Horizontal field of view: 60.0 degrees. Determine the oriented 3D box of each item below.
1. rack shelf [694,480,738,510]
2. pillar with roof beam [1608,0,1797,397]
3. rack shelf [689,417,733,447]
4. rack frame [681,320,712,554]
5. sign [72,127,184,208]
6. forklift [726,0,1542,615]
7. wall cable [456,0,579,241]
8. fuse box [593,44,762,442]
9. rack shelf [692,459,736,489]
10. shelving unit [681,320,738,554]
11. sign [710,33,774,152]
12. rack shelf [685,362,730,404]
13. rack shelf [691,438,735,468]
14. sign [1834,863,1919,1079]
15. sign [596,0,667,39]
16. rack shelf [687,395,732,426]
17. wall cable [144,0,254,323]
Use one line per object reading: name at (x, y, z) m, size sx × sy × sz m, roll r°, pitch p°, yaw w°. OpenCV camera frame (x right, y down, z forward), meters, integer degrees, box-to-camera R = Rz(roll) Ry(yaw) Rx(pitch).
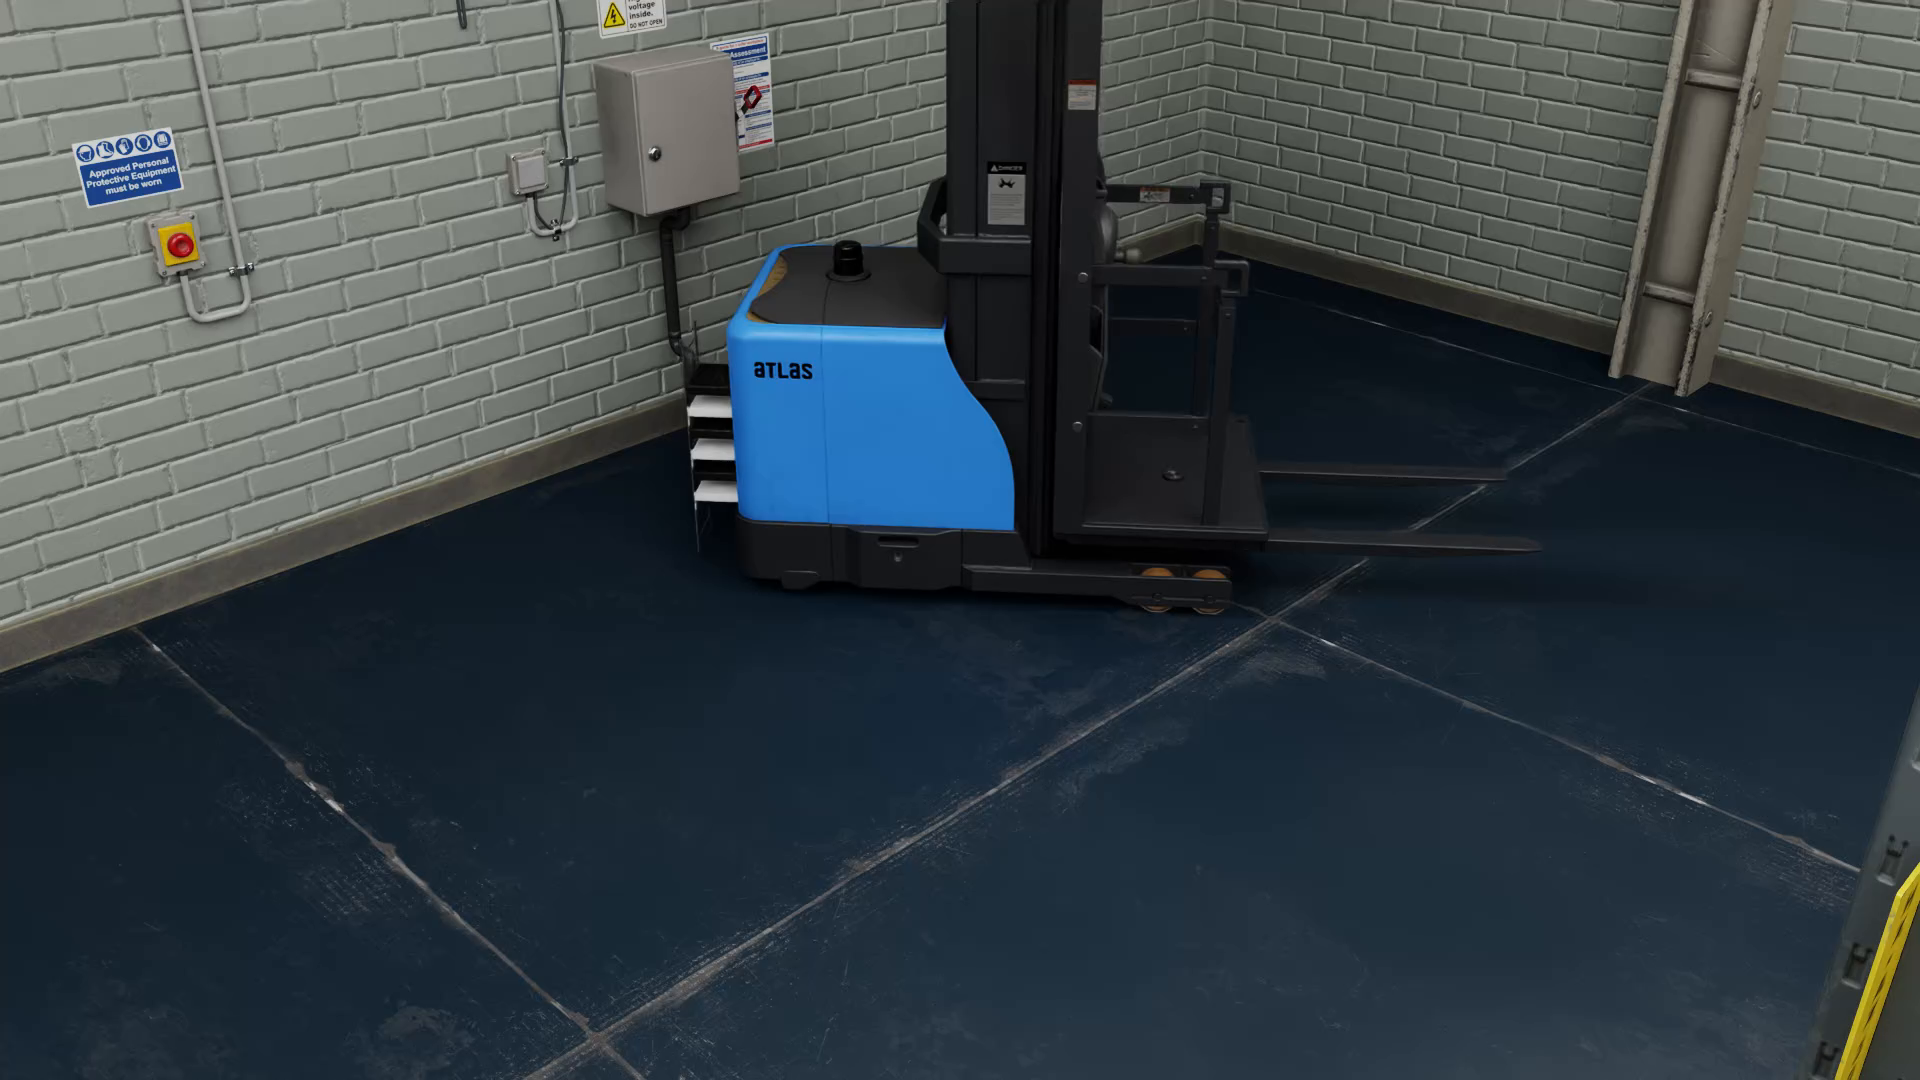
rack shelf at (-0.933, -0.207, 6.635) m, size 0.200 × 0.077 × 0.258 m, roll 2°, pitch 28°, yaw 4°
pillar with roof beam at (0.465, -3.362, 3.475) m, size 0.400 × 9.000 × 9.100 m, roll 25°, pitch 36°, yaw 38°
rack shelf at (-0.933, -0.446, 6.509) m, size 0.200 × 0.077 × 0.258 m, roll 2°, pitch 28°, yaw 4°
rack frame at (-1.034, -0.400, 6.543) m, size 0.006 × 0.900 × 0.240 m, roll 2°, pitch 28°, yaw 4°
sign at (-2.818, -1.264, 5.641) m, size 0.001 × 0.218 × 0.327 m, roll 25°, pitch 36°, yaw 38°
forklift at (0.692, -1.276, 6.028) m, size 3.031 × 2.935 × 1.130 m, roll 2°, pitch 28°, yaw 4°
wall cable at (-1.754, -2.065, 6.362) m, size 0.122 × 1.984 × 0.588 m, roll 25°, pitch 36°, yaw 38°
fuse box at (-1.163, -1.220, 7.231) m, size 0.414 × 1.711 × 0.539 m, roll 25°, pitch 36°, yaw 38°
rack shelf at (-0.933, -0.287, 6.593) m, size 0.200 × 0.077 × 0.258 m, roll 2°, pitch 28°, yaw 4°
shelving unit at (-0.933, -0.396, 6.536) m, size 0.210 × 0.900 × 0.258 m, roll 2°, pitch 28°, yaw 4°
sign at (-0.965, -1.979, 7.394) m, size 0.001 × 0.494 × 0.329 m, roll 25°, pitch 36°, yaw 38°
rack shelf at (-0.933, -0.605, 6.425) m, size 0.200 × 0.077 × 0.258 m, roll 2°, pitch 28°, yaw 4°
rack shelf at (-0.933, -0.366, 6.551) m, size 0.200 × 0.077 × 0.258 m, roll 2°, pitch 28°, yaw 4°
sign at (0.904, 0.456, 1.645) m, size 0.005 × 0.325 × 0.100 m, roll 25°, pitch 36°, yaw 38°
sign at (-1.350, -2.205, 6.833) m, size 0.001 × 0.242 × 0.339 m, roll 25°, pitch 36°, yaw 38°
rack shelf at (-0.933, -0.525, 6.467) m, size 0.200 × 0.077 × 0.258 m, roll 2°, pitch 28°, yaw 4°
wall cable at (-2.740, -1.604, 5.452) m, size 0.123 × 1.953 × 0.585 m, roll 25°, pitch 36°, yaw 38°
